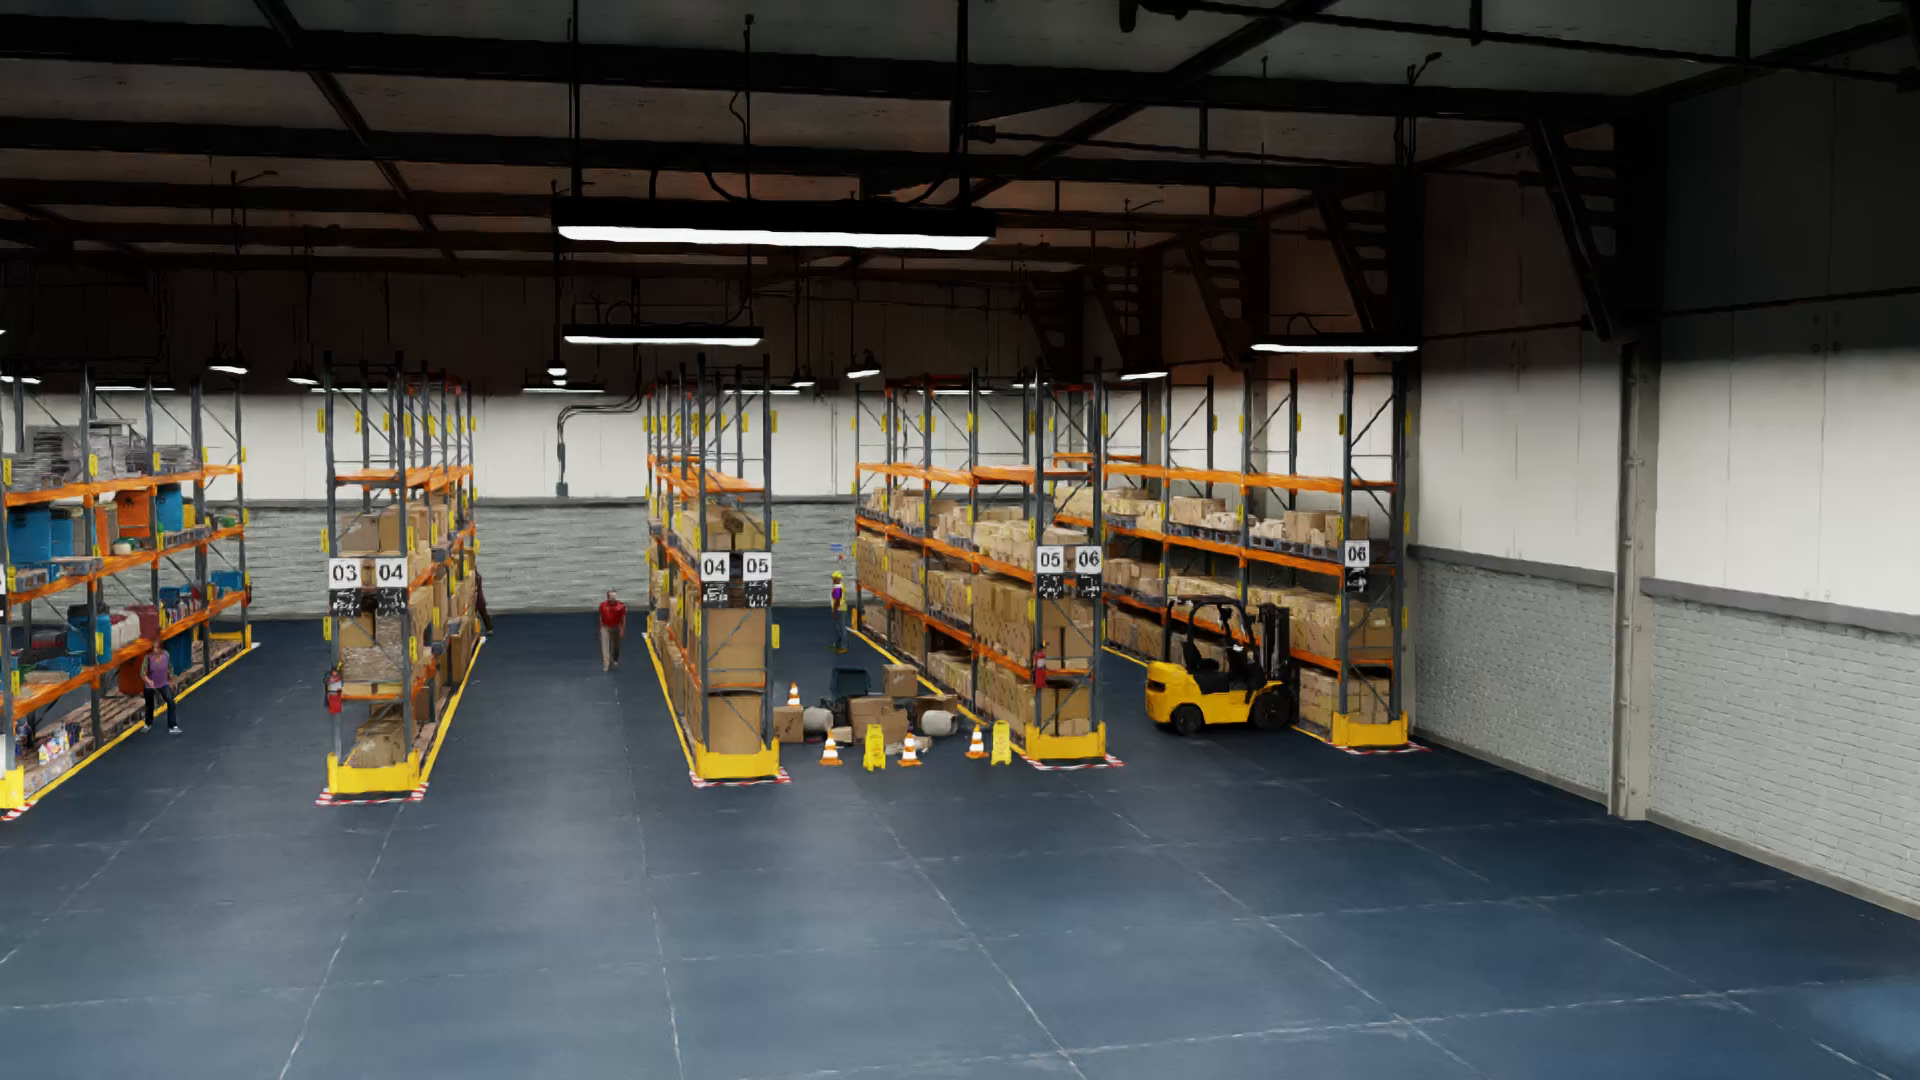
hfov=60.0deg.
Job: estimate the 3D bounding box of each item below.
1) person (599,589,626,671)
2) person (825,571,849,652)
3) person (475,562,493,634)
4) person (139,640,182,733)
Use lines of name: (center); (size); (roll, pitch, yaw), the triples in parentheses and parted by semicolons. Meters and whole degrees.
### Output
person: (-7.062, 1.814, 33.790); (0.540, 1.643, 1.095); (-1, 4, -15)
person: (-2.703, 1.561, 36.567); (0.557, 1.764, 0.651); (0, 4, 3)
person: (-11.461, 1.376, 39.445); (0.768, 1.770, 0.605); (-3, 5, -41)
person: (-12.984, 2.364, 26.887); (0.529, 1.517, 0.768); (-3, 5, -33)
